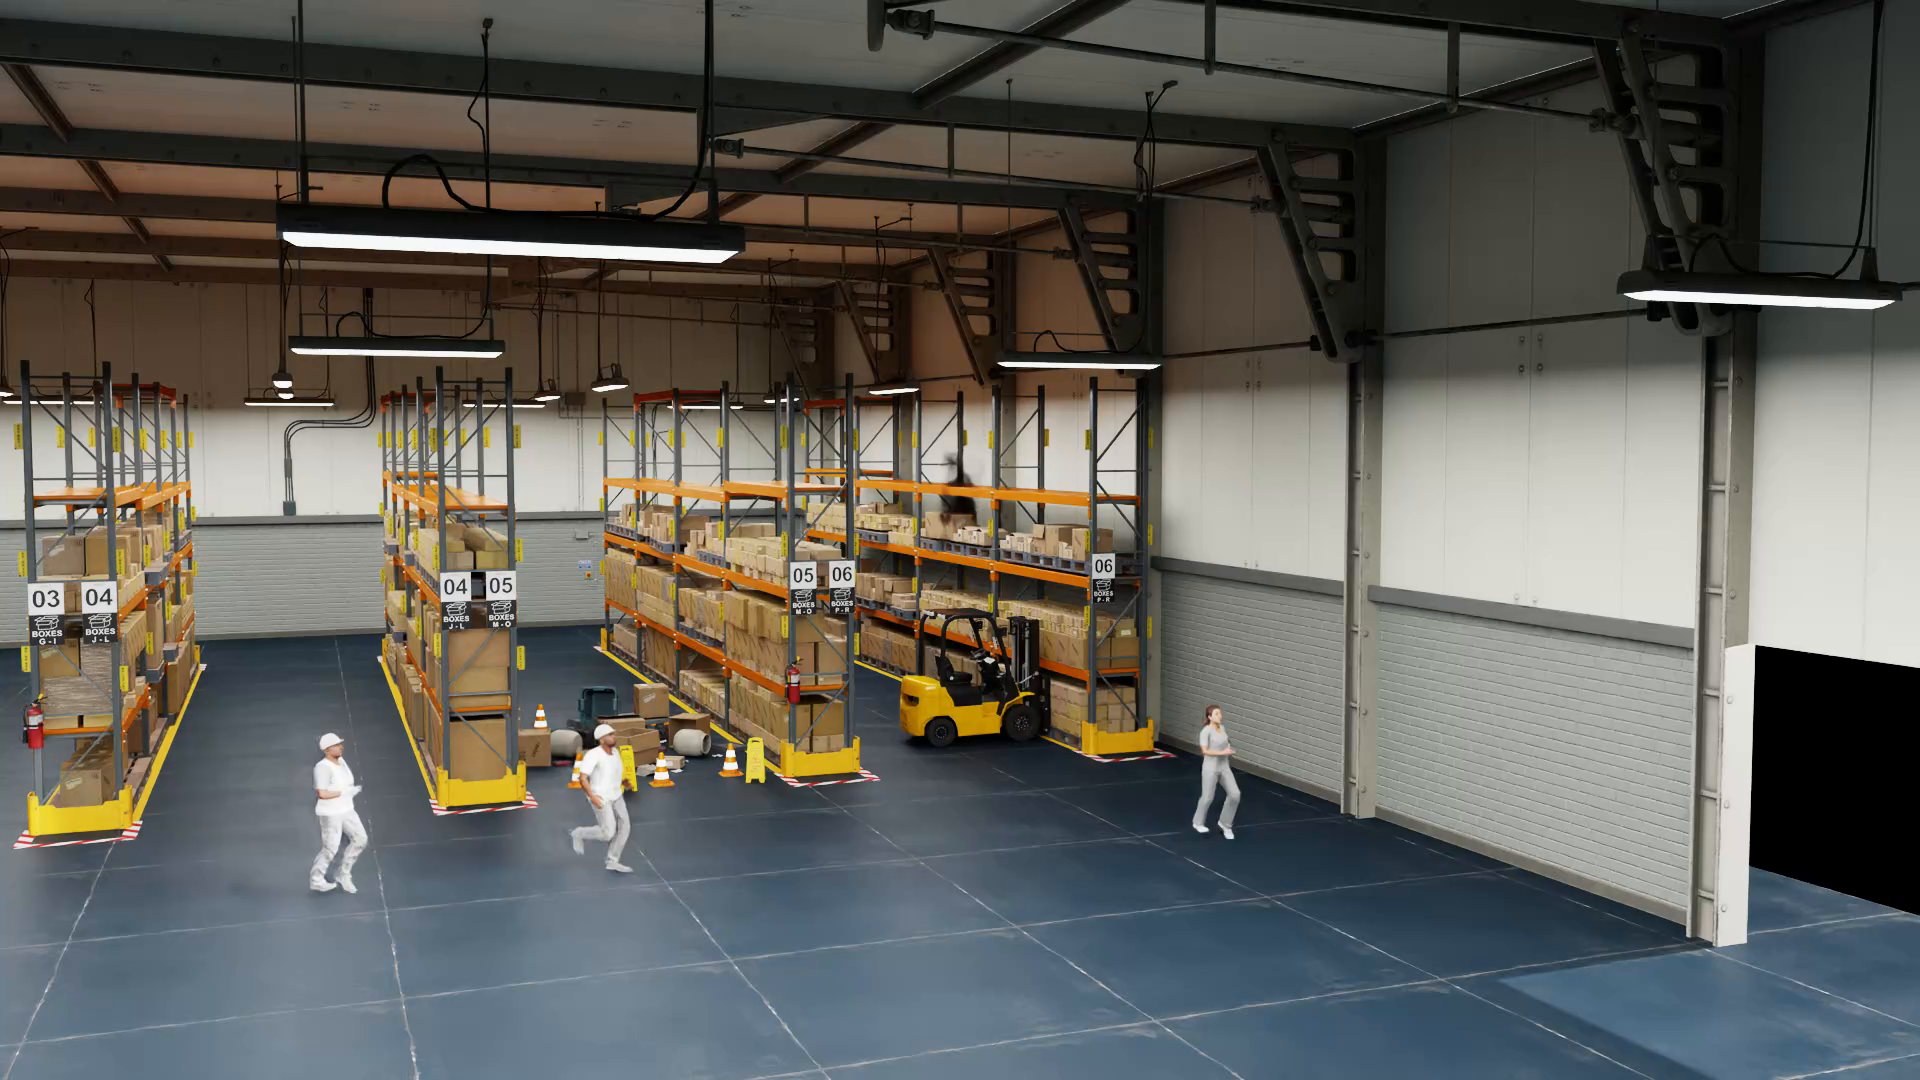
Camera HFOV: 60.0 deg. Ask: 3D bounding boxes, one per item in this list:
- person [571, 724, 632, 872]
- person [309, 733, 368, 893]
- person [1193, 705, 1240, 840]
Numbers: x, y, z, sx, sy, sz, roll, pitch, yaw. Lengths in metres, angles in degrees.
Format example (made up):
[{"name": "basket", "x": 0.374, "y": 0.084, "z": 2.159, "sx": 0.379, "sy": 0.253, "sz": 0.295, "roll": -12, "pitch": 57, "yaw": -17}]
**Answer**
[{"name": "person", "x": -4.158, "y": 2.992, "z": 19.360, "sx": 0.702, "sy": 1.713, "sz": 0.701, "roll": 2, "pitch": 4, "yaw": 25}, {"name": "person", "x": -6.823, "y": 3.017, "z": 18.271, "sx": 0.693, "sy": 1.806, "sz": 0.660, "roll": 1, "pitch": 3, "yaw": 9}, {"name": "person", "x": 3.218, "y": 2.916, "z": 20.869, "sx": 0.547, "sy": 1.713, "sz": 0.721, "roll": -2, "pitch": 4, "yaw": -31}]
